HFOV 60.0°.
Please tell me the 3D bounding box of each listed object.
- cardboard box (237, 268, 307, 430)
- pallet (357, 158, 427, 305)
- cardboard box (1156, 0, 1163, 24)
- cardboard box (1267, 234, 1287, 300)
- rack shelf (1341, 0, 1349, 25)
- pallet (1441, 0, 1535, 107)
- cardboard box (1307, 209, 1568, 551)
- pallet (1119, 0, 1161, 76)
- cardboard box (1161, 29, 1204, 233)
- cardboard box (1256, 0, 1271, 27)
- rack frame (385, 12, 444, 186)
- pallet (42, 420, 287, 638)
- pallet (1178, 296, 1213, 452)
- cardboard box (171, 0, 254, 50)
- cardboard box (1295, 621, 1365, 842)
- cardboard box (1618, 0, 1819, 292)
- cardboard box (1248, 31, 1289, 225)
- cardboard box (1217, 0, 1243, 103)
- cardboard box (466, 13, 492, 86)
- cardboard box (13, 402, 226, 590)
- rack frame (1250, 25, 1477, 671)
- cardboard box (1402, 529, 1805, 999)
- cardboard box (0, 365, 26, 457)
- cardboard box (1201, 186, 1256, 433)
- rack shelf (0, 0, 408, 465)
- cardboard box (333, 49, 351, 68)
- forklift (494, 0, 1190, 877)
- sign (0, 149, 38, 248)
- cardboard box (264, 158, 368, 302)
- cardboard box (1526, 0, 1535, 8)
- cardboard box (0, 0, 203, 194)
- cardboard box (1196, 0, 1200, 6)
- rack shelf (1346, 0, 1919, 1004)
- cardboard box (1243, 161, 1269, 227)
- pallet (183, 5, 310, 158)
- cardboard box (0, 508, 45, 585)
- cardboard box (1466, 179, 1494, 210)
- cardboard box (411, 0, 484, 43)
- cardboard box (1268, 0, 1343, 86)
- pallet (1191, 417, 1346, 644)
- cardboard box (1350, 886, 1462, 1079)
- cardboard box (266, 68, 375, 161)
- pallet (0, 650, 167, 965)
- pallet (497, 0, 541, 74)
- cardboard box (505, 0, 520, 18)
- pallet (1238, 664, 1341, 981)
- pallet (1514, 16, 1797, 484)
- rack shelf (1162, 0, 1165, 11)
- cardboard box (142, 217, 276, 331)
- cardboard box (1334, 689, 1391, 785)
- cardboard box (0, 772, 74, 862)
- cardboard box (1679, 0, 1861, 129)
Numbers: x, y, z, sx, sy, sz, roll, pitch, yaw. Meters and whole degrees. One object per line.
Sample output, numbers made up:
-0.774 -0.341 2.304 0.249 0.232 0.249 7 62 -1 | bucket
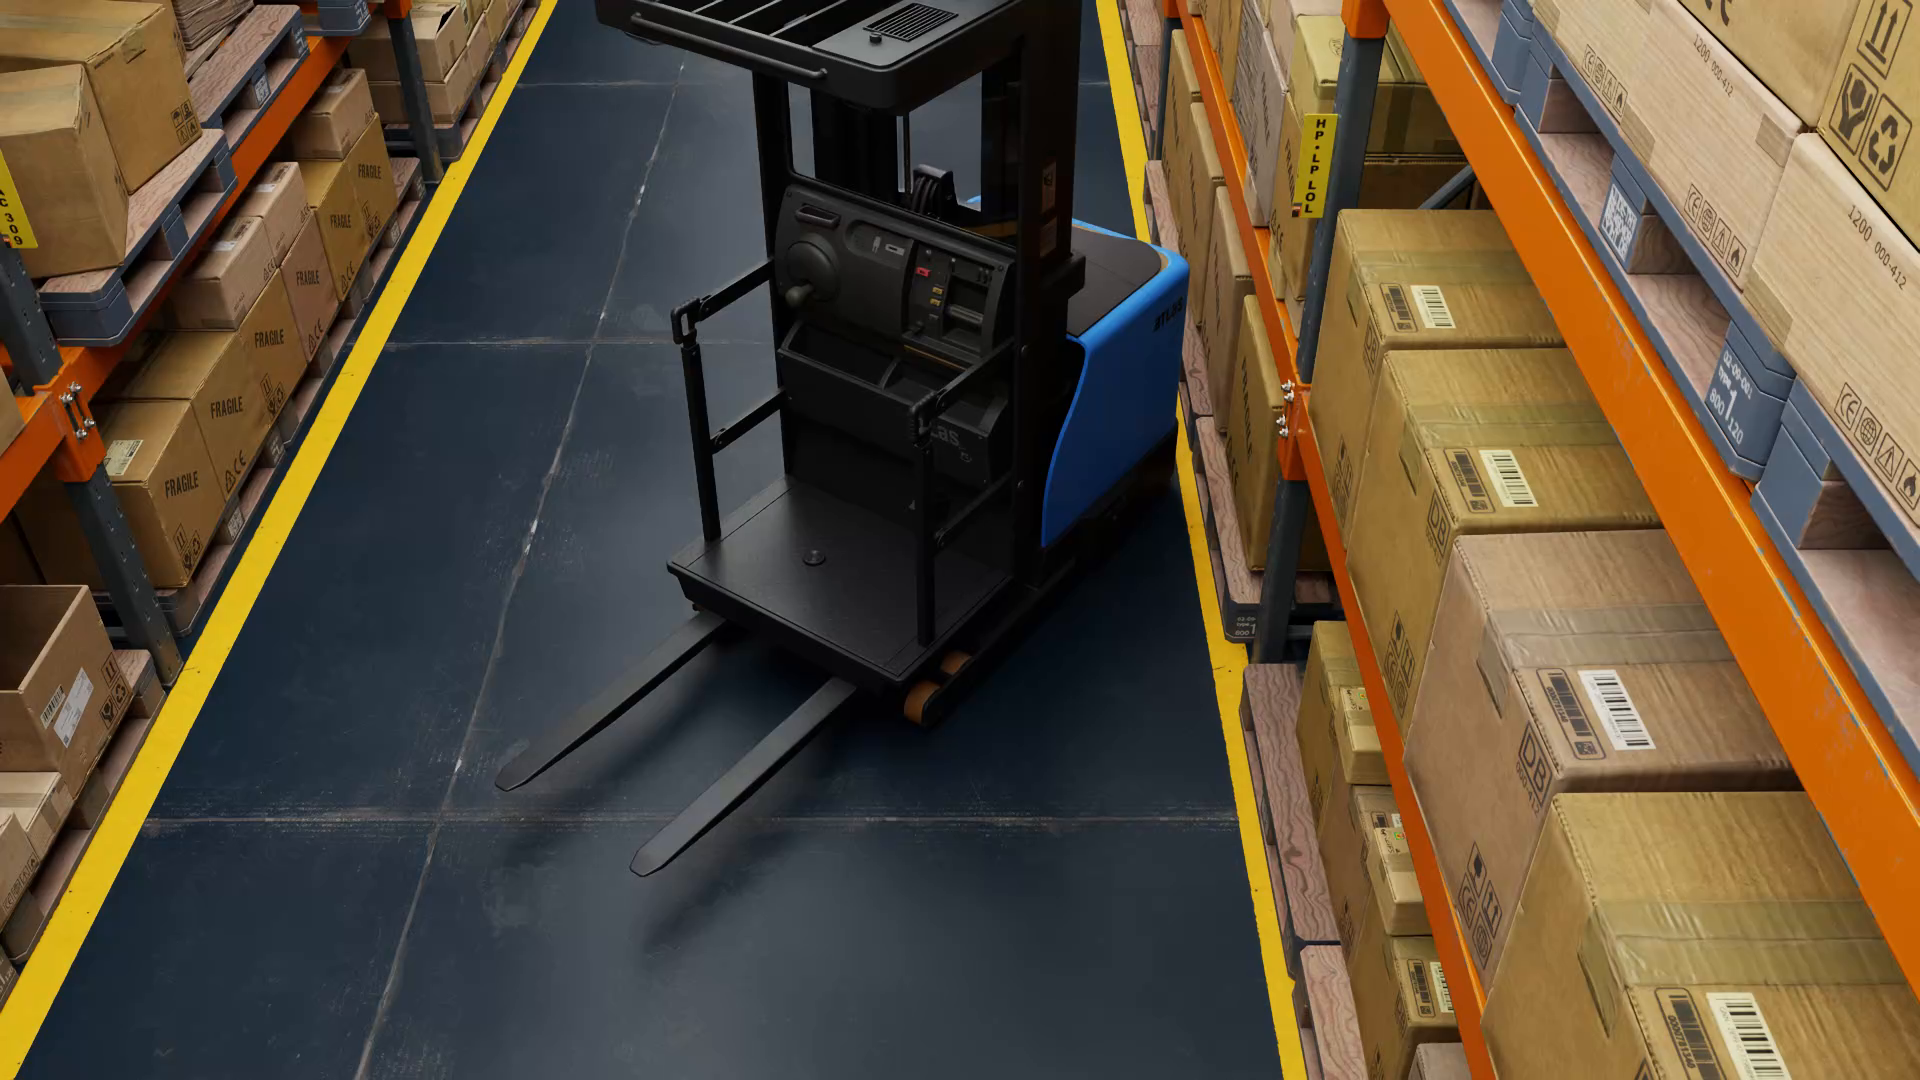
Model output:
-3.138 -0.812 7.011 0.500 0.500 0.500 0 39 0 | cardboard box
-3.418 -1.613 8.594 1.003 0.211 1.213 0 39 0 | pallet
1.607 -3.453 10.308 0.700 0.500 0.500 0 39 0 | cardboard box
1.270 -0.951 5.723 0.380 0.149 0.250 1 39 1 | cardboard box
1.575 -2.813 6.038 1.077 0.370 4.000 0 39 0 | rack shelf
1.568 -1.297 3.642 1.003 0.211 1.213 0 39 0 | pallet
1.562 -0.450 4.673 0.980 0.700 0.700 1 39 1 | cardboard box
1.575 -3.335 10.743 1.003 0.211 1.213 0 39 0 | pallet
1.443 -2.039 8.279 0.750 0.750 0.750 -1 39 -1 | cardboard box
1.330 -2.059 5.987 0.500 0.250 0.500 1 39 1 | cardboard box
-3.381 -3.168 8.305 1.000 3.000 0.127 0 39 0 | rack frame
-3.415 -0.087 6.690 1.003 0.211 1.213 0 39 0 | pallet
1.497 -0.832 7.619 1.003 0.211 1.213 0 39 0 | pallet
-3.457 -2.405 6.937 0.700 0.500 0.500 7 39 8 | cardboard box
1.476 0.607 5.257 0.700 0.500 0.500 0 39 1 | cardboard box
1.309 -0.595 2.399 0.500 0.250 0.500 -1 39 -1 | cardboard box
1.315 -1.443 5.818 0.500 0.500 0.500 0 39 0 | cardboard box
1.317 -2.069 6.600 0.500 0.500 0.500 1 39 1 | cardboard box
-3.089 -2.901 9.834 0.500 0.250 0.500 -1 39 -1 | cardboard box
-3.133 -0.166 6.205 0.500 0.500 0.500 -2 39 -2 | cardboard box
1.578 -0.673 5.191 1.000 3.000 0.127 0 39 0 | rack frame
1.568 0.461 3.536 0.980 0.700 0.700 -2 39 -2 | cardboard box
-3.119 -0.393 4.762 0.500 0.500 0.500 1 39 1 | cardboard box
1.443 -0.960 6.932 0.750 0.750 0.750 1 39 1 | cardboard box
-3.378 -1.637 6.969 1.077 0.370 4.000 0 39 0 | rack shelf
-3.627 -2.805 9.266 0.500 0.311 0.500 1 39 1 | cardboard box
-0.364 -0.826 5.437 1.130 2.935 3.031 24 45 27 | forklift
-2.833 -1.010 4.919 0.100 0.325 0.005 0 39 0 | sign
-3.144 -1.456 7.815 0.500 0.500 0.500 -1 39 -2 | cardboard box
1.301 -1.236 3.200 0.500 0.250 0.500 -1 39 -1 | cardboard box
-3.217 -1.596 5.927 0.700 0.500 0.500 6 39 7 | cardboard box
1.309 -2.705 7.393 0.500 0.500 0.500 1 39 1 | cardboard box
1.580 -0.312 2.917 1.077 0.370 4.000 0 39 0 | rack shelf
1.256 -1.279 6.132 0.380 0.149 0.250 0 39 0 | cardboard box
-3.374 -1.877 6.847 1.003 0.211 1.213 0 39 0 | pallet
-3.663 -0.171 6.212 0.500 0.500 0.500 0 39 0 | cardboard box
1.829 -1.123 5.419 0.500 0.500 0.500 -1 39 -2 | cardboard box
-3.097 -3.134 9.677 0.500 0.311 0.500 -1 39 -1 | cardboard box
1.330 -1.740 5.589 0.500 0.250 0.500 1 39 1 | cardboard box
1.501 -0.067 6.665 1.003 0.211 1.213 0 39 0 | pallet
1.472 1.242 4.465 0.700 0.500 0.500 1 39 1 | cardboard box
-3.140 -2.037 7.941 0.500 0.250 0.500 1 39 2 | cardboard box
-3.376 0.851 5.519 1.003 0.211 1.213 0 39 0 | pallet
-3.341 -3.356 10.769 1.003 0.211 1.213 0 39 0 | pallet
-3.096 -3.547 10.640 0.500 0.250 0.500 1 39 1 | cardboard box
1.500 0.891 5.469 1.003 0.211 1.213 0 39 0 | pallet
1.567 -0.536 2.692 1.003 0.211 1.213 0 39 0 | pallet
1.571 -4.144 10.098 1.077 0.370 4.000 0 39 0 | rack shelf
-3.134 -1.084 6.751 0.500 0.250 0.500 0 39 0 | cardboard box
1.294 0.568 4.787 0.380 0.149 0.250 1 39 1 | cardboard box
-3.031 0.865 5.200 0.380 0.149 0.250 0 39 0 | cardboard box
1.310 -0.875 2.150 0.500 0.500 0.500 -2 39 -2 | cardboard box
